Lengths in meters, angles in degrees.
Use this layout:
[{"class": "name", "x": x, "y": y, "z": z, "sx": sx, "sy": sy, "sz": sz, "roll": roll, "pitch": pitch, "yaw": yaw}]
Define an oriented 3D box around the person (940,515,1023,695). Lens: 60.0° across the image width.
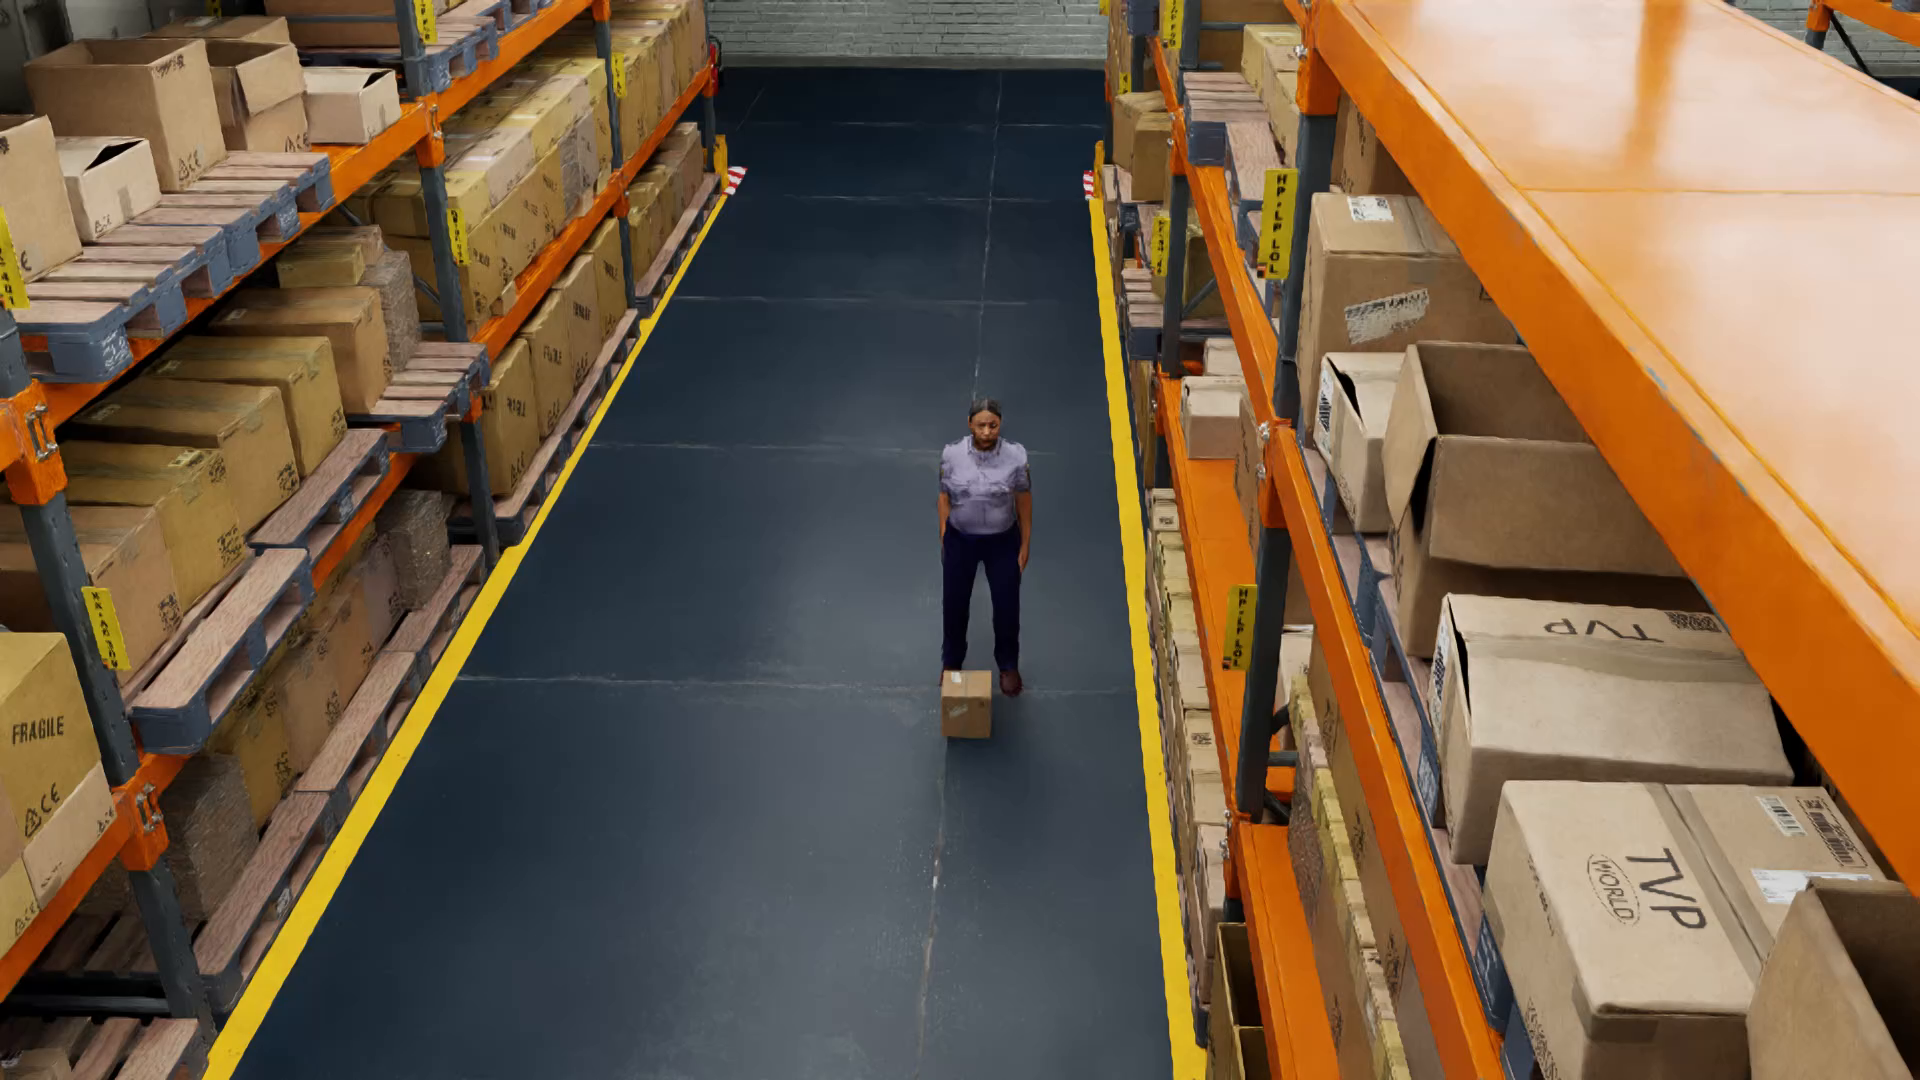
[{"class": "person", "x": 0.115, "y": 0.308, "z": 8.742, "sx": 0.447, "sy": 1.035, "sz": 0.342, "roll": 1, "pitch": 28, "yaw": 2}]
